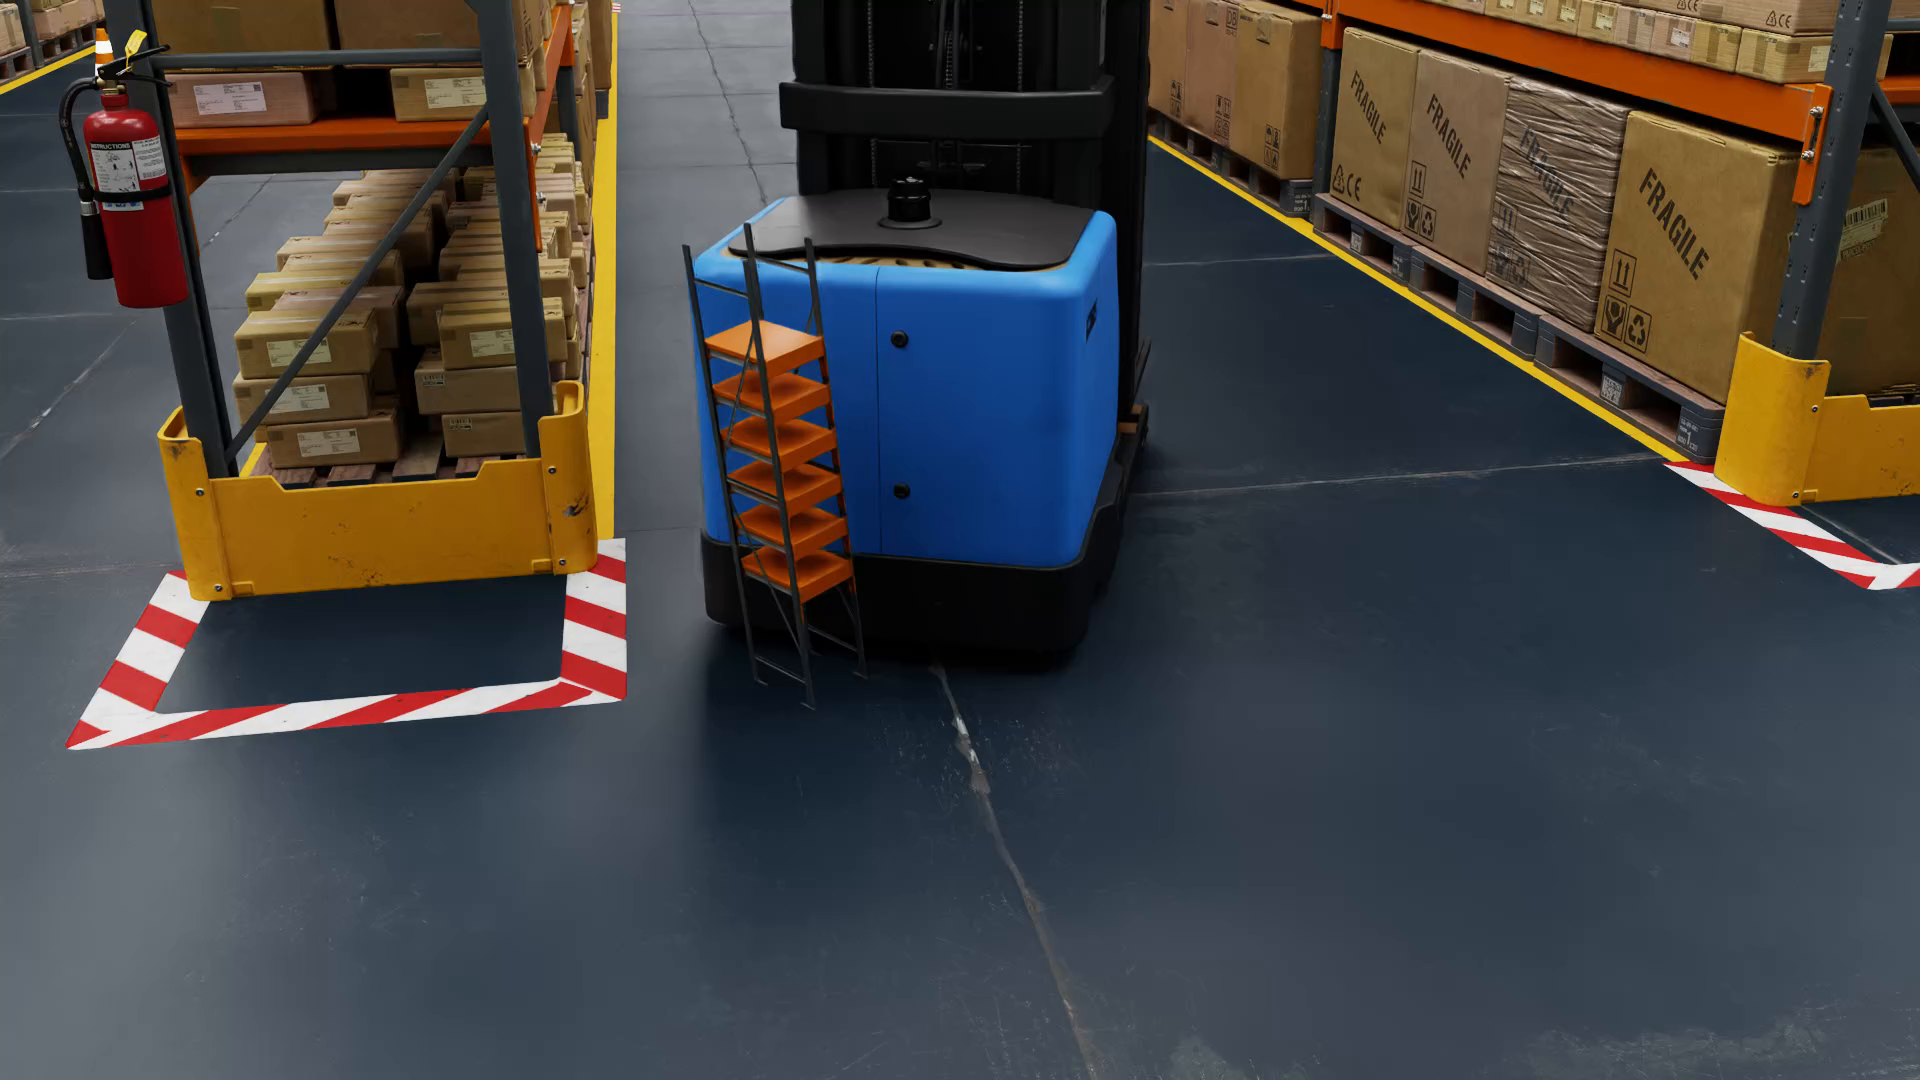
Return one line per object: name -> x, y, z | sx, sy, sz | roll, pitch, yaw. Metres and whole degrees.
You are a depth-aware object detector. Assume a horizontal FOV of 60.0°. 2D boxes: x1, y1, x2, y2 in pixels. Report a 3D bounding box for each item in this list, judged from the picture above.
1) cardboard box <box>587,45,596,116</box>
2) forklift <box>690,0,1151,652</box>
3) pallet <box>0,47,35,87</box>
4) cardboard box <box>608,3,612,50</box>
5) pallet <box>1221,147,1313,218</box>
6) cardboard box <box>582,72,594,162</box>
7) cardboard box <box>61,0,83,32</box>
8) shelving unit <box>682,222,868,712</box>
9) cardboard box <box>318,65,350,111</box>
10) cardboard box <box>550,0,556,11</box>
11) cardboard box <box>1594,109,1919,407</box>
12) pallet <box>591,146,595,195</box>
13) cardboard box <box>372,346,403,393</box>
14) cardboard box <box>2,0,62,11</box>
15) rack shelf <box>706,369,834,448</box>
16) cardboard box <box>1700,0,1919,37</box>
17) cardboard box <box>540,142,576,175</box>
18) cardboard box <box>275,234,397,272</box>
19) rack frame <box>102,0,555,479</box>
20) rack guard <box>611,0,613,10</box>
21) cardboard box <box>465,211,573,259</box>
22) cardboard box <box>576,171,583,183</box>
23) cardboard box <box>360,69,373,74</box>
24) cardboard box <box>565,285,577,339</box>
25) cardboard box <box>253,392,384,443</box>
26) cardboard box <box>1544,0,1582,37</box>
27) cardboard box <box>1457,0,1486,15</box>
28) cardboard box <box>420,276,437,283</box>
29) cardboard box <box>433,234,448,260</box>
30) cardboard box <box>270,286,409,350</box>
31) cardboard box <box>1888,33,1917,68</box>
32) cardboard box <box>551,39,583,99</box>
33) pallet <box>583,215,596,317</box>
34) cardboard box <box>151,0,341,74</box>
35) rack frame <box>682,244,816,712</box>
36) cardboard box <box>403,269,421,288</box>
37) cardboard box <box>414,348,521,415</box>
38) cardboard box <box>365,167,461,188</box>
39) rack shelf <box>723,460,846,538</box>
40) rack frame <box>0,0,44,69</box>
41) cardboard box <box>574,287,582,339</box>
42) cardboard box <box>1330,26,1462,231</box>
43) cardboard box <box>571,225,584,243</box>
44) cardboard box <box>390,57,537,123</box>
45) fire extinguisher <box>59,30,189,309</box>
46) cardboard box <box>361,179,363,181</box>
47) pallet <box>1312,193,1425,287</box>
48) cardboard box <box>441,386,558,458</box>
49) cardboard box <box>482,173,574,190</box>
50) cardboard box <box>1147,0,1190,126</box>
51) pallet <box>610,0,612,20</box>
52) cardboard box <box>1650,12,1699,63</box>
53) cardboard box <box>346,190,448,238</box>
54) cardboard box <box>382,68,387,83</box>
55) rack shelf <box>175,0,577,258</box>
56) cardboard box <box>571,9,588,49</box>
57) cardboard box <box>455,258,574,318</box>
cardboard box -> -2.701, -3.022, 11.020 | 0.500, 0.500, 0.500 | -3, 24, -8
forklift -> 0.074, -1.608, 5.270 | 1.130, 2.935, 3.031 | 4, 24, 10
pallet -> -8.612, -4.002, 14.150 | 1.003, 0.211, 1.213 | -4, 24, -10
cardboard box -> -3.534, -4.537, 14.176 | 1.050, 0.750, 0.750 | -4, 24, -10
pallet -> 2.244, -2.193, 10.008 | 1.003, 0.211, 1.213 | -4, 24, -10
cardboard box -> -2.408, -2.411, 9.621 | 0.500, 0.500, 0.500 | -3, 24, -7
cardboard box -> -8.711, -4.980, 15.815 | 0.500, 0.250, 0.500 | -3, 24, -7
shelving unit -> -0.441, -0.158, 4.093 | 0.258, 1.200, 0.189 | 21, 38, 40
cardboard box -> -2.040, -1.365, 4.942 | 0.380, 0.149, 0.250 | -4, 24, -10
cardboard box -> -2.004, -2.433, 7.386 | 0.380, 0.149, 0.250 | -3, 24, -8
cardboard box -> 3.004, -1.064, 6.069 | 0.875, 0.875, 0.875 | -4, 24, -10
pallet -> -2.807, -2.355, 10.378 | 1.003, 0.211, 1.213 | -4, 24, -10
cardboard box -> -2.066, -0.588, 5.514 | 0.380, 0.149, 0.250 | -5, 24, -11
cardboard box -> -8.601, -5.114, 15.186 | 0.500, 0.500, 0.500 | -3, 24, -7
rack shelf -> -0.456, -0.329, 4.000 | 0.258, 0.103, 0.180 | 21, 38, 40
cardboard box -> 2.850, -1.838, 5.527 | 0.500, 0.250, 0.500 | -5, 24, -11
cardboard box -> -2.024, -1.786, 7.886 | 0.380, 0.149, 0.250 | -4, 24, -9
cardboard box -> -2.292, -1.024, 6.141 | 0.380, 0.149, 0.250 | -3, 24, -8
rack frame -> -1.692, -1.272, 4.415 | 1.000, 3.000, 0.127 | -4, 24, -10
rack guard -> -4.656, -6.430, 19.347 | 1.175, 0.500, 0.348 | -4, 24, -10
cardboard box -> -1.718, -1.178, 6.494 | 0.380, 0.149, 0.250 | -4, 24, -9
cardboard box -> -1.999, -1.662, 7.973 | 0.380, 0.149, 0.250 | -5, 24, -12
cardboard box -> -2.191, -1.667, 5.633 | 0.380, 0.149, 0.250 | -5, 24, -12
cardboard box -> -1.605, -0.830, 6.069 | 0.380, 0.149, 0.250 | -4, 24, -8
cardboard box -> -2.142, -0.444, 5.555 | 0.380, 0.149, 0.250 | -4, 24, -8
cardboard box -> 2.572, -2.104, 6.633 | 0.380, 0.149, 0.250 | -4, 24, -10
cardboard box -> 2.429, -2.407, 7.328 | 0.380, 0.149, 0.250 | -4, 24, -9
cardboard box -> -2.277, -0.960, 6.737 | 0.380, 0.149, 0.250 | -4, 24, -8
cardboard box -> -2.389, -1.299, 7.143 | 0.380, 0.149, 0.250 | -3, 24, -7
cardboard box -> -2.029, -0.723, 5.453 | 0.380, 0.149, 0.250 | -4, 24, -9
cardboard box -> 3.410, -1.749, 5.822 | 0.380, 0.149, 0.250 | -5, 24, -11
cardboard box -> -2.309, -2.546, 8.994 | 0.500, 0.250, 0.500 | -5, 24, -12
pallet -> -2.273, -1.306, 7.977 | 1.003, 0.211, 1.213 | -4, 24, -10
cardboard box -> -2.029, -1.612, 4.697 | 0.500, 0.500, 0.500 | -4, 24, -9
rack frame -> -0.504, -0.122, 4.037 | 0.240, 1.200, 0.006 | 21, 38, 40
cardboard box -> -2.306, -0.990, 6.435 | 0.380, 0.149, 0.250 | -3, 24, -7
cardboard box -> -1.537, -0.520, 5.358 | 0.380, 0.149, 0.250 | -3, 24, -8
cardboard box -> -2.484, -1.645, 7.562 | 0.380, 0.149, 0.250 | -5, 24, -10
rack shelf -> -0.437, -0.119, 4.114 | 0.258, 0.103, 0.180 | 21, 38, 40
rack frame -> -8.757, -5.586, 14.293 | 1.000, 3.000, 0.127 | -4, 24, -10
cardboard box -> -1.697, -0.889, 6.574 | 0.380, 0.149, 0.250 | -5, 24, -12
cardboard box -> 2.504, -2.126, 8.501 | 0.875, 0.875, 0.875 | -4, 24, -10
cardboard box -> -1.947, -1.395, 7.734 | 0.380, 0.149, 0.250 | -5, 24, -12
cardboard box -> -1.430, -1.309, 4.813 | 0.380, 0.149, 0.250 | -4, 24, -10
fire extinguisher -> -2.099, -0.933, 4.200 | 0.296, 0.674, 0.183 | -4, 24, -10
cardboard box -> -2.680, -1.702, 8.064 | 0.380, 0.149, 0.250 | -3, 24, -7
pallet -> 2.525, -1.590, 8.627 | 1.003, 0.211, 1.213 | -4, 24, -10
cardboard box -> -1.475, -0.388, 5.428 | 0.380, 0.149, 0.250 | -4, 24, -9
cardboard box -> -1.859, -1.481, 7.187 | 0.380, 0.149, 0.250 | -5, 24, -12
cardboard box -> 1.986, -3.341, 11.282 | 1.225, 0.875, 0.875 | -4, 24, -10
pallet -> -4.426, -5.979, 18.676 | 1.003, 0.211, 1.213 | -4, 24, -10
cardboard box -> 2.716, -1.802, 5.941 | 0.380, 0.149, 0.250 | -4, 24, -10
cardboard box -> -2.315, -1.337, 6.857 | 0.380, 0.149, 0.250 | -5, 24, -12
cardboard box -> -1.698, -1.608, 5.497 | 0.380, 0.149, 0.250 | -3, 24, -7
rack shelf -> -2.062, -1.729, 6.361 | 1.077, 0.370, 4.000 | -4, 24, -10
cardboard box -> -2.605, -3.161, 10.402 | 0.500, 0.250, 0.500 | -4, 24, -9
cardboard box -> -1.545, -0.870, 5.789 | 0.380, 0.149, 0.250 | -4, 24, -10
